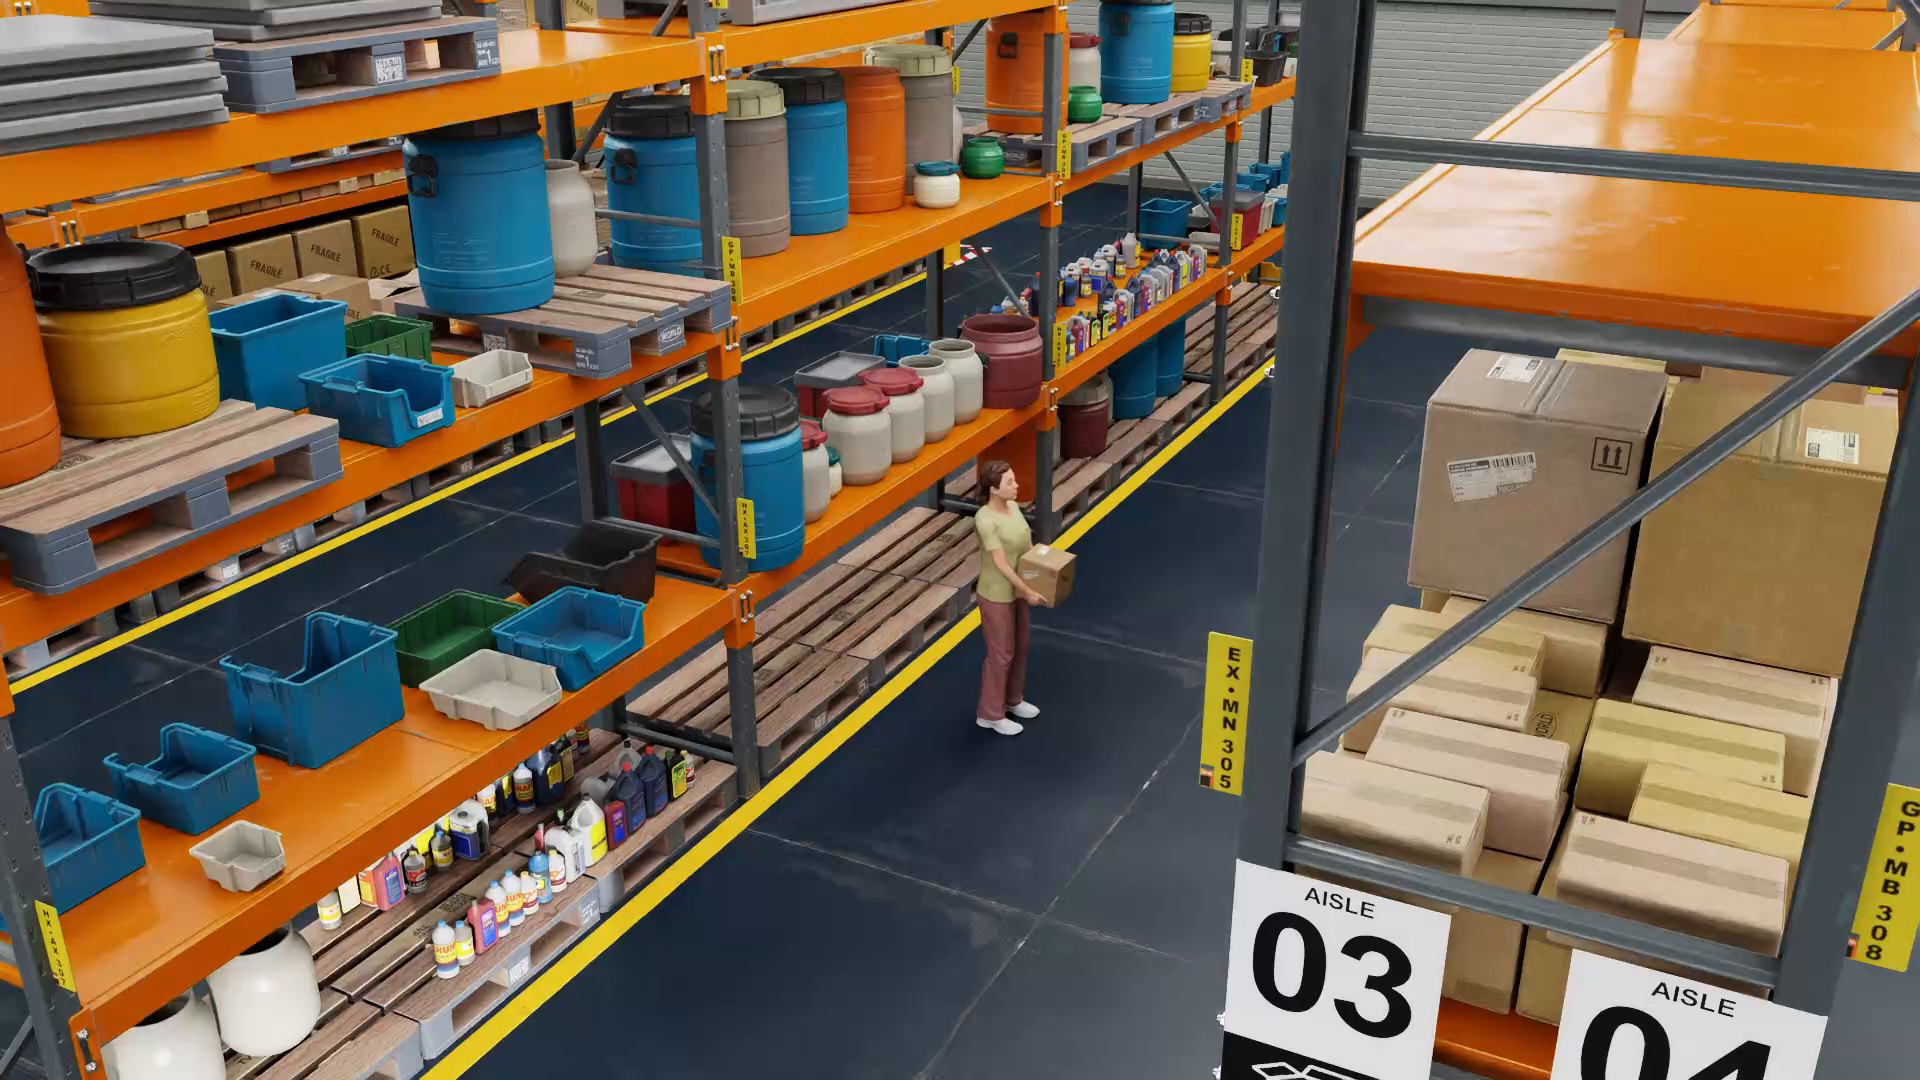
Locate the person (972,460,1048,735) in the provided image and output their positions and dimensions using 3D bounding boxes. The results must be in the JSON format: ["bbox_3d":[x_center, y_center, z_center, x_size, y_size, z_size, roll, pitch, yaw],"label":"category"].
[{"bbox_3d":[0.321,0.340,9.810,0.559,1.659,0.425,12,25,26],"label":"person"}]
